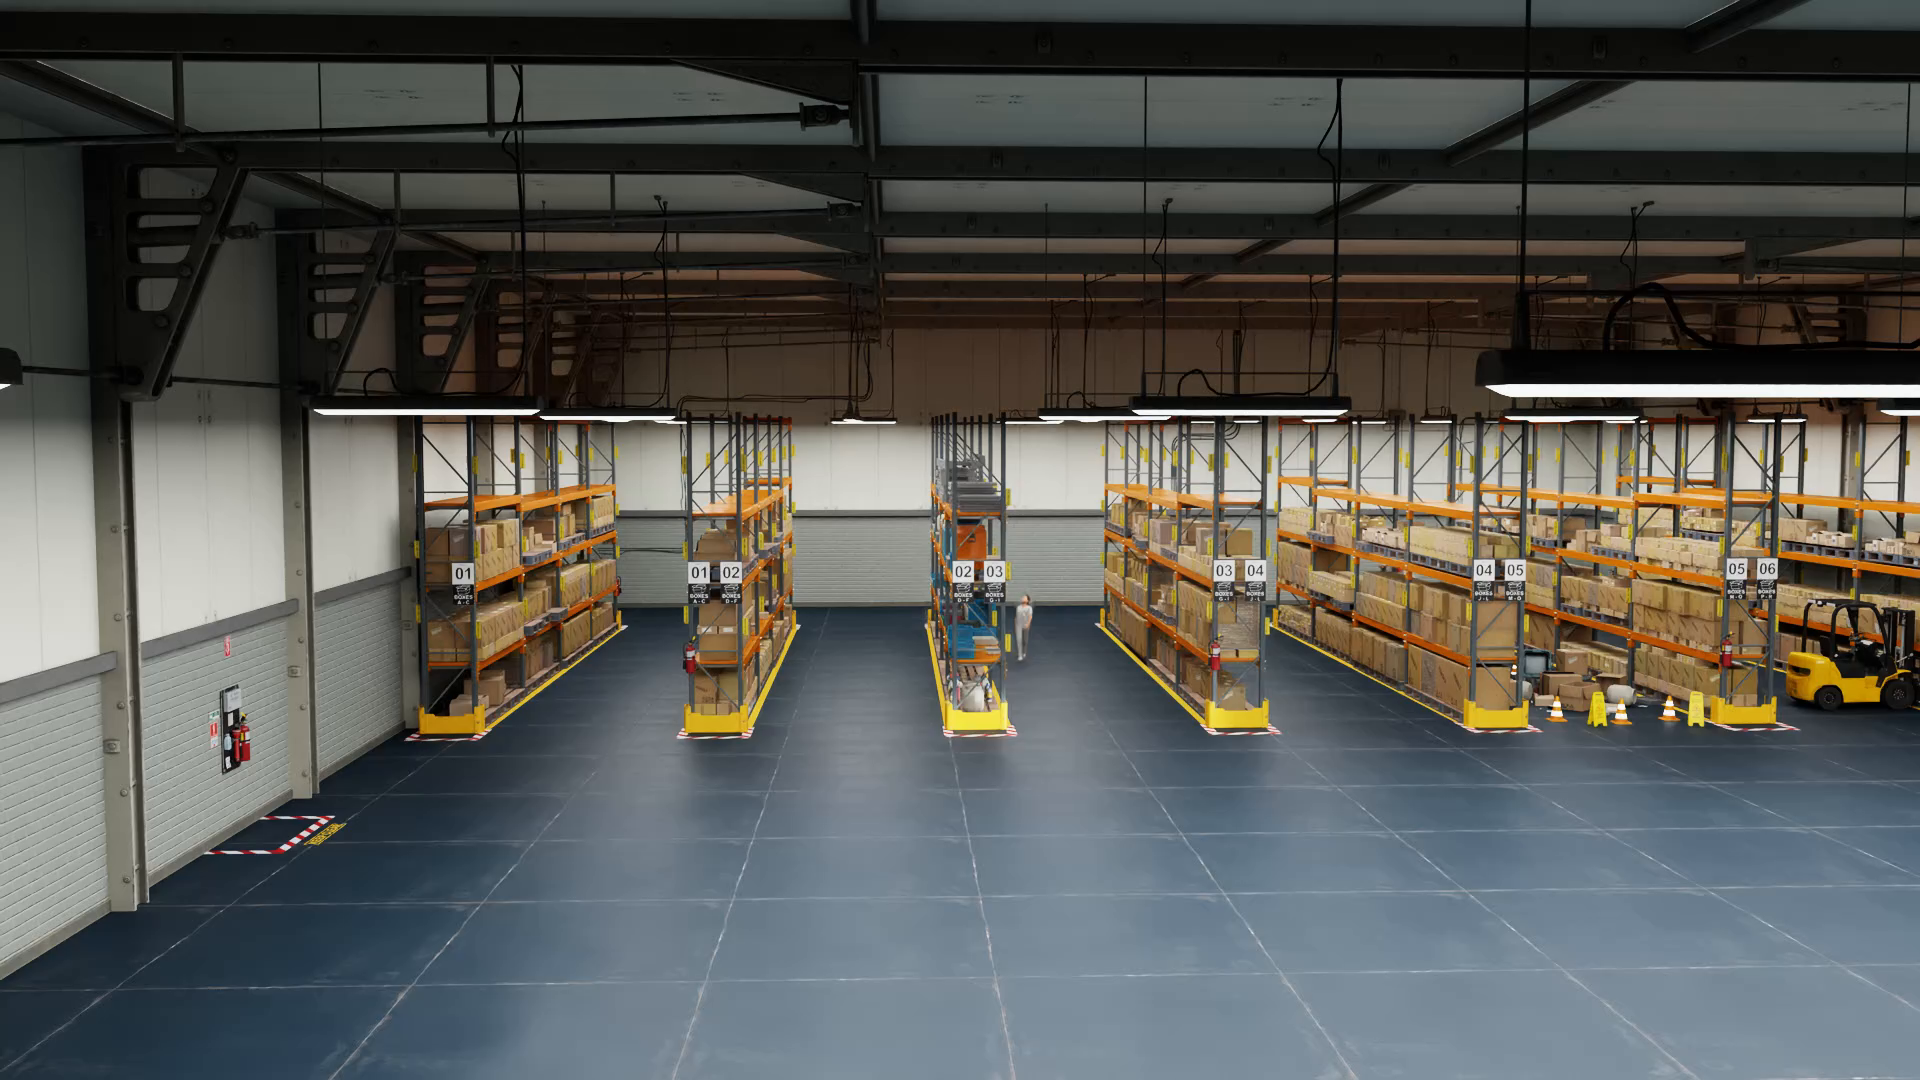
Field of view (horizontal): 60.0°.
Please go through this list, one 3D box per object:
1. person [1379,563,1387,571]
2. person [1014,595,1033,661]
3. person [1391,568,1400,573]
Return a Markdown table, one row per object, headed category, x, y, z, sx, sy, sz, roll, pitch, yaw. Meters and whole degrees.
| category | x | y | z | sx | sy | sz | roll | pitch | yaw |
| --- | --- | --- | --- | --- | --- | --- | --- | --- | --- |
| person | 12.507 | 1.499 | 49.114 | 0.624 | 1.750 | 0.579 | 0 | 4 | -4 |
| person | 1.562 | 2.140 | 40.667 | 0.434 | 1.584 | 1.037 | 0 | 4 | -4 |
| person | 12.182 | 1.651 | 46.863 | 0.534 | 1.786 | 0.596 | 1 | 4 | 11 |
